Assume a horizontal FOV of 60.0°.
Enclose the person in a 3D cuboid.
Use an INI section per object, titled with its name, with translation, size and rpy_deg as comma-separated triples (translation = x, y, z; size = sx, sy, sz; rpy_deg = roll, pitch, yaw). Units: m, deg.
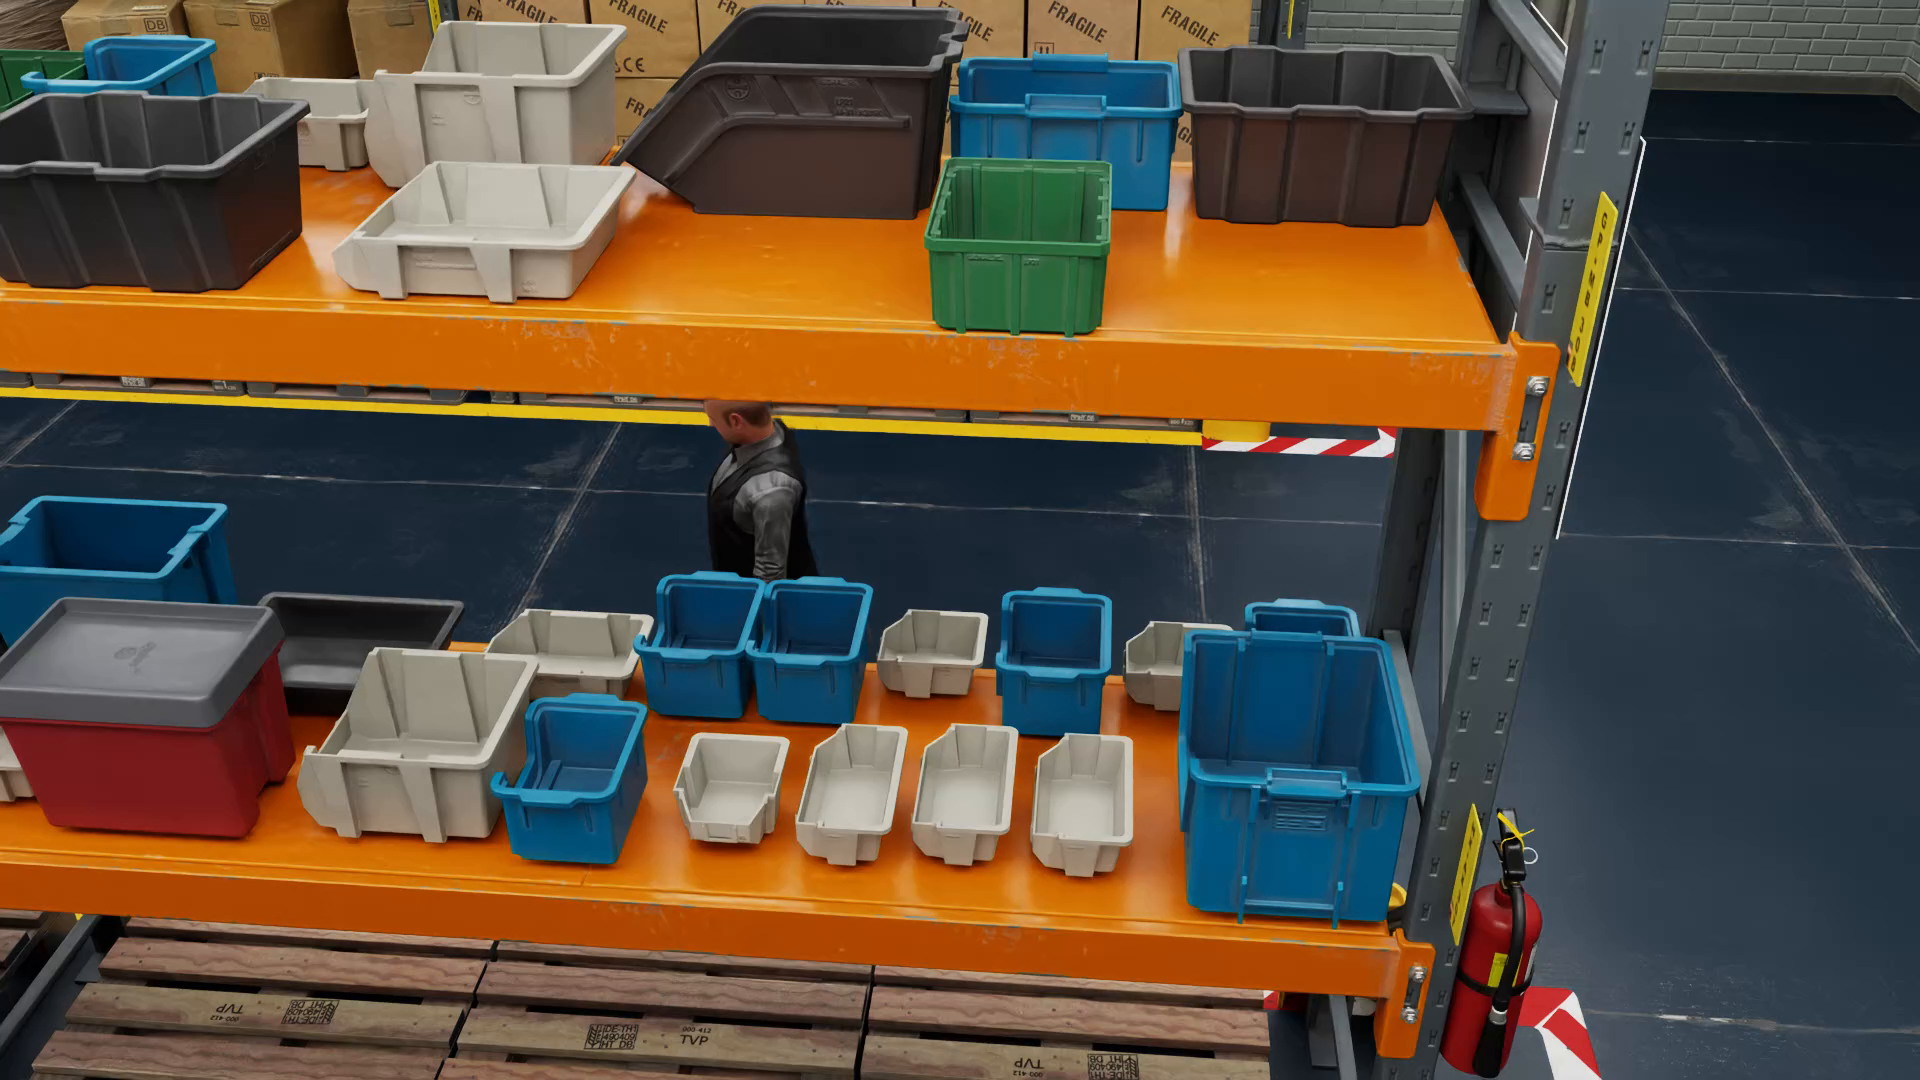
[person]
translation = -0.669, 0.181, 5.834
size = 0.444, 1.709, 0.600
rpy_deg = -10, 33, -15
